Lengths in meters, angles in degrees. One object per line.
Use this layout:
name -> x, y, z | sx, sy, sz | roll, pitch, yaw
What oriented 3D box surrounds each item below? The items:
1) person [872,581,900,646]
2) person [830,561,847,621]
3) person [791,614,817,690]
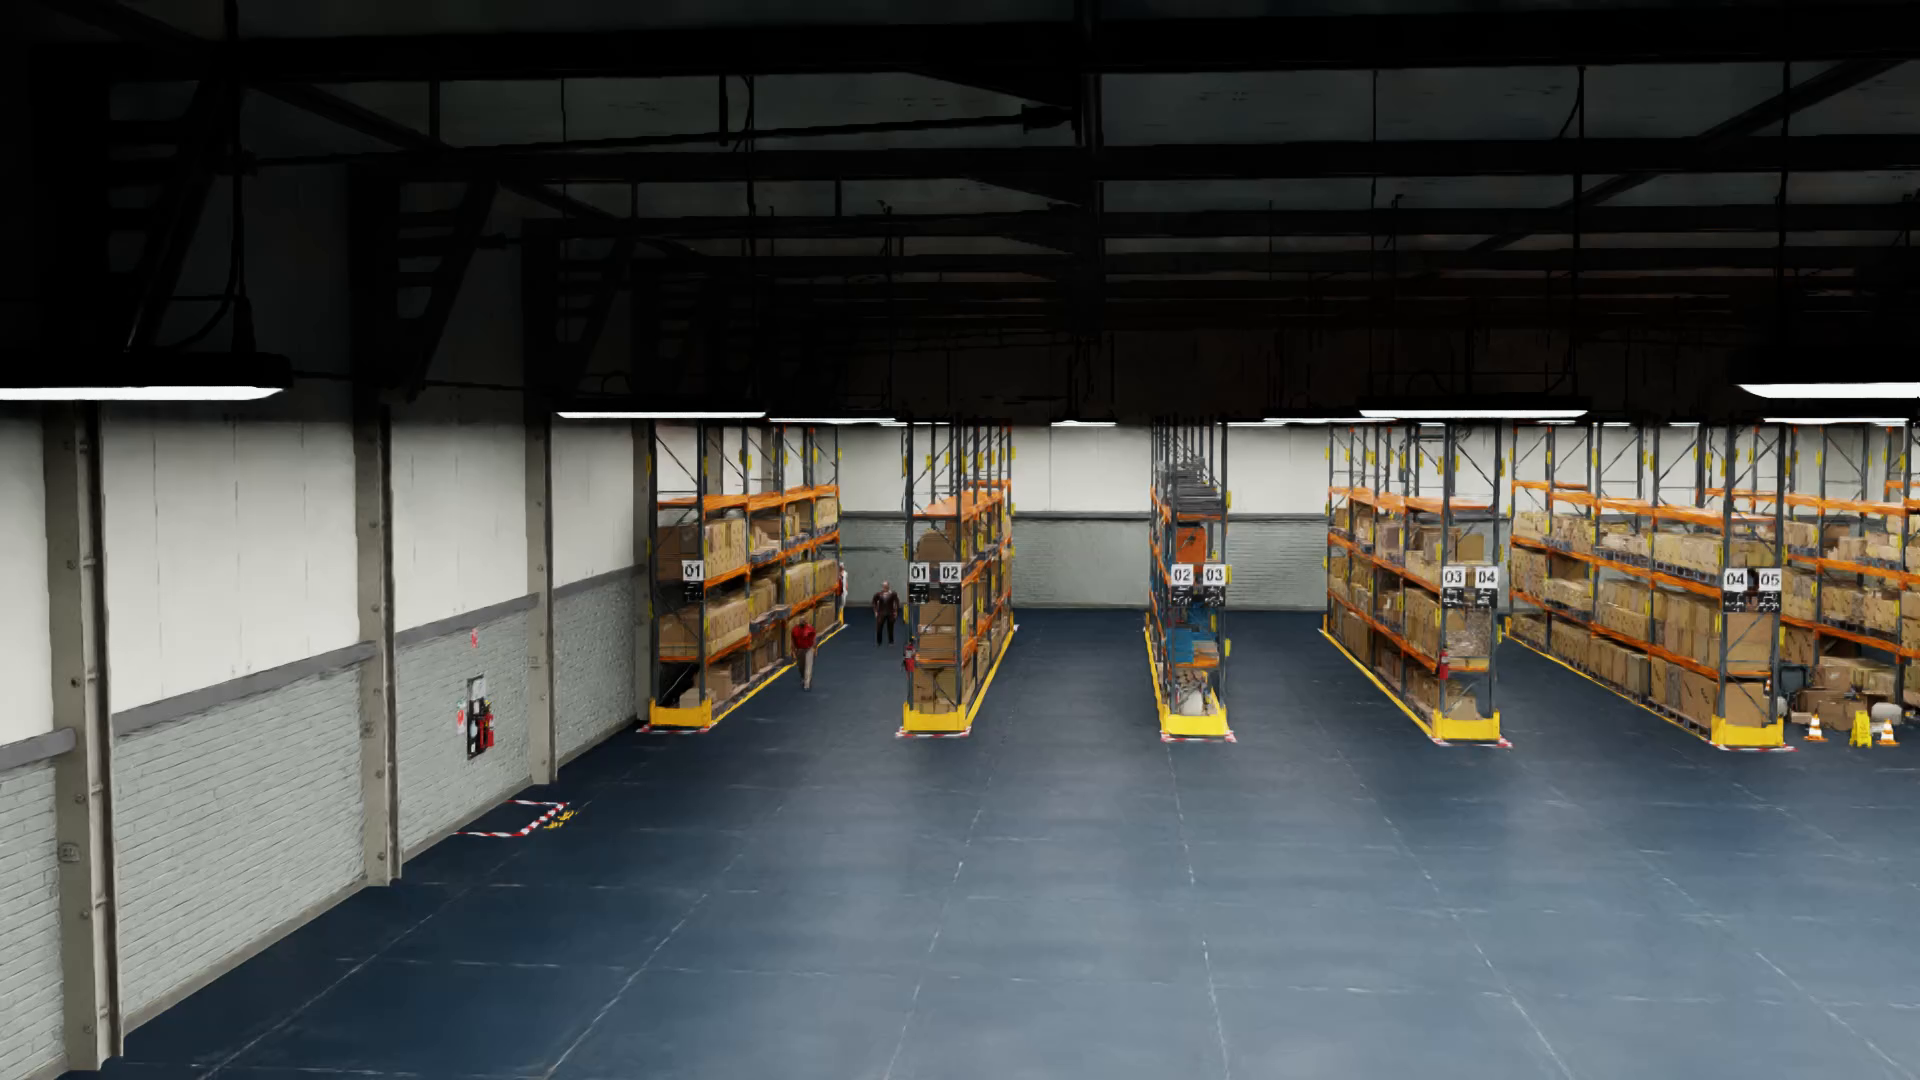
person -> -1.947, 1.929, 43.610 | 0.729, 1.733, 0.546 | 0, 4, 3
person -> -3.634, 1.515, 49.459 | 0.584, 1.775, 0.575 | -2, 4, -30
person -> -3.437, 2.431, 36.451 | 0.542, 1.645, 1.126 | 1, 4, 7
